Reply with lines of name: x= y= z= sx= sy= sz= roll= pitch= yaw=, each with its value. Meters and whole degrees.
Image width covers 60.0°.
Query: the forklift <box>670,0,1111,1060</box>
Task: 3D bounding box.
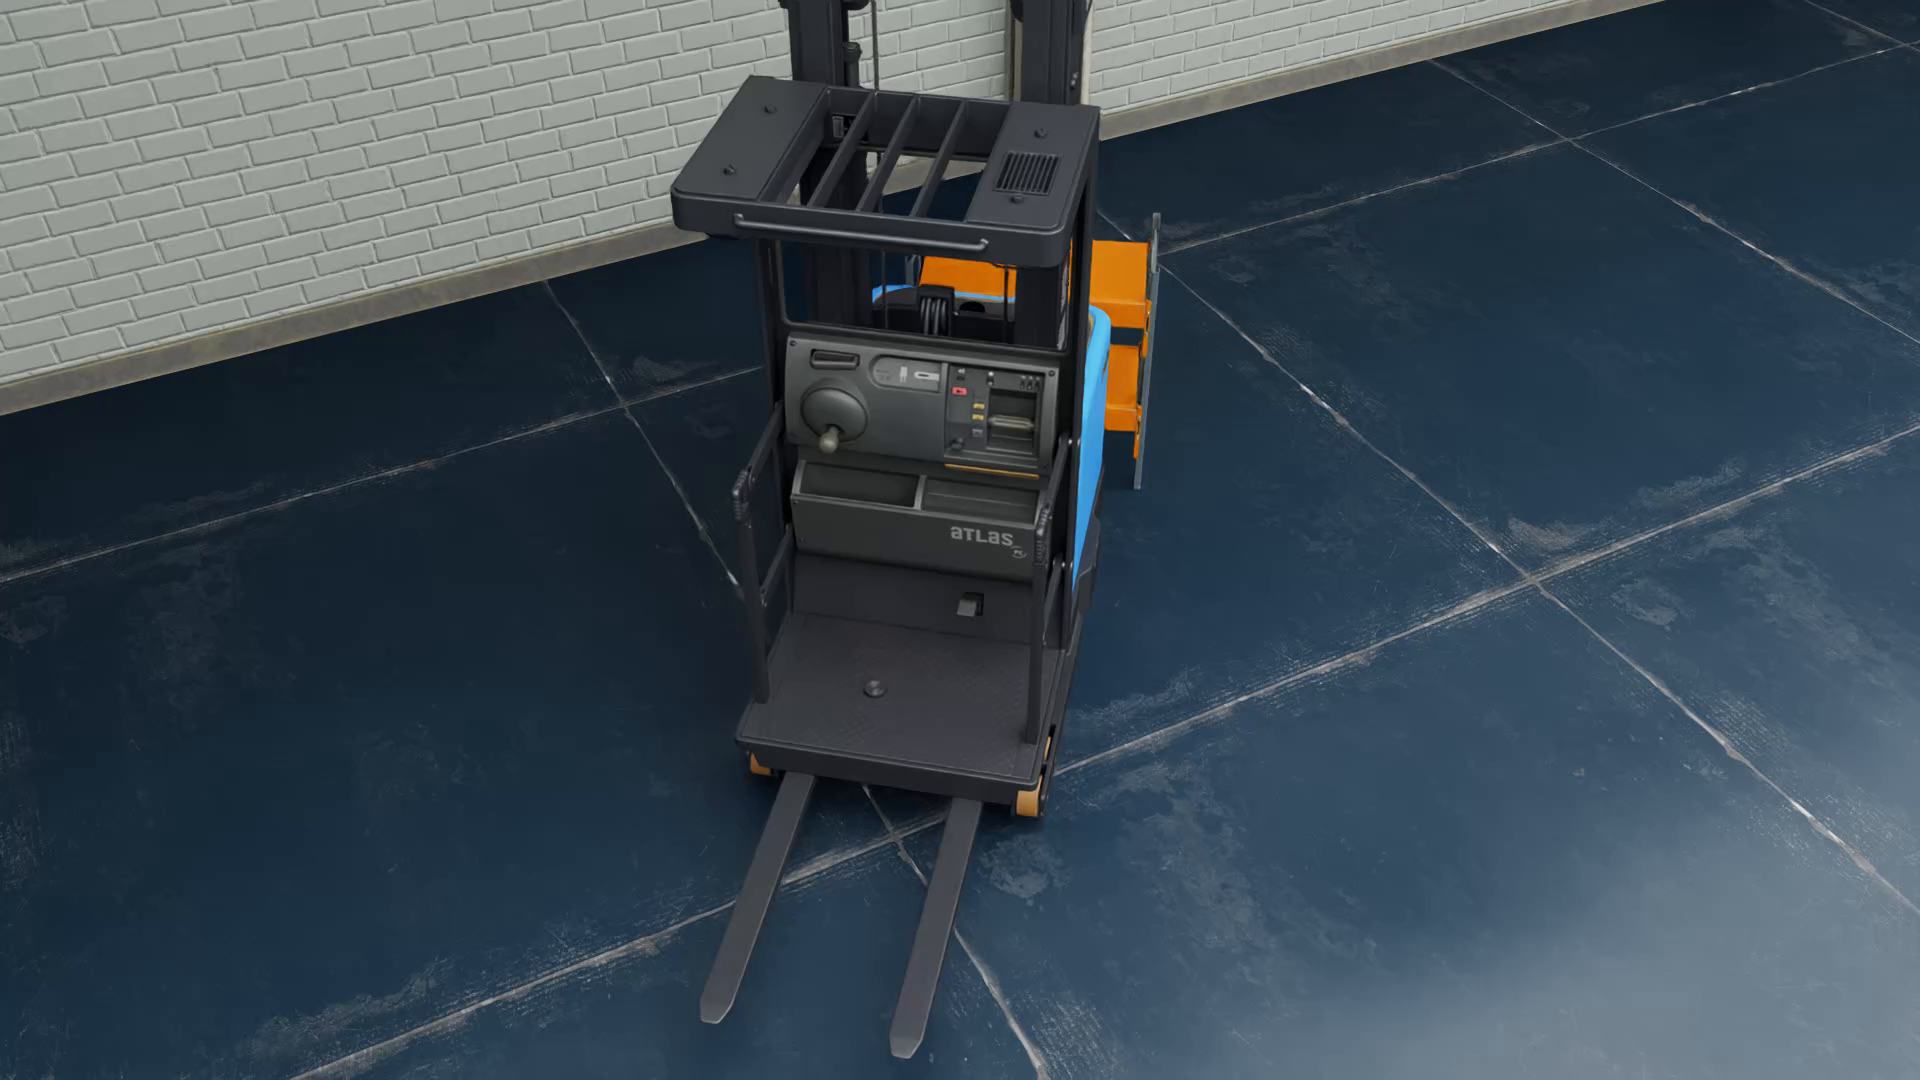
forklift: x=-0.175 y=-0.375 z=5.424 sx=1.130 sy=2.935 sz=3.031 roll=8 pitch=41 yaw=9

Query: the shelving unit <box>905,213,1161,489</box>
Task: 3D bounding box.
shelving unit: x=0.319 y=-0.855 z=7.390 sx=1.048 sy=1.125 sz=0.538 roll=4 pitch=40 yaw=4

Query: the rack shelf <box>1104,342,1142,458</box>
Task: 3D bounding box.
rack shelf: x=0.319 y=-0.669 z=7.547 sx=1.000 sy=0.278 sz=0.538 roll=4 pitch=40 yaw=4

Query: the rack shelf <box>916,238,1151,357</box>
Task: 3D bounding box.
rack shelf: x=0.319 y=-1.079 z=7.201 sx=1.000 sy=0.278 sz=0.538 roll=4 pitch=40 yaw=4

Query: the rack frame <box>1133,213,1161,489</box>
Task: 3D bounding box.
rack frame: x=0.825 y=-0.823 z=7.351 sx=0.032 sy=1.125 sz=0.500 roll=4 pitch=40 yaw=4

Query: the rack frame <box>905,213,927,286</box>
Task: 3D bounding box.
rack frame: x=-0.186 y=-0.888 z=7.428 sx=0.032 sy=1.125 sz=0.500 roll=4 pitch=40 yaw=4

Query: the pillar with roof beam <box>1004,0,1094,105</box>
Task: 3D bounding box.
pillar with roof beam: x=2.487 y=-3.189 z=4.052 sx=0.400 sy=9.000 sz=9.100 roll=-19 pitch=44 yaw=-21
